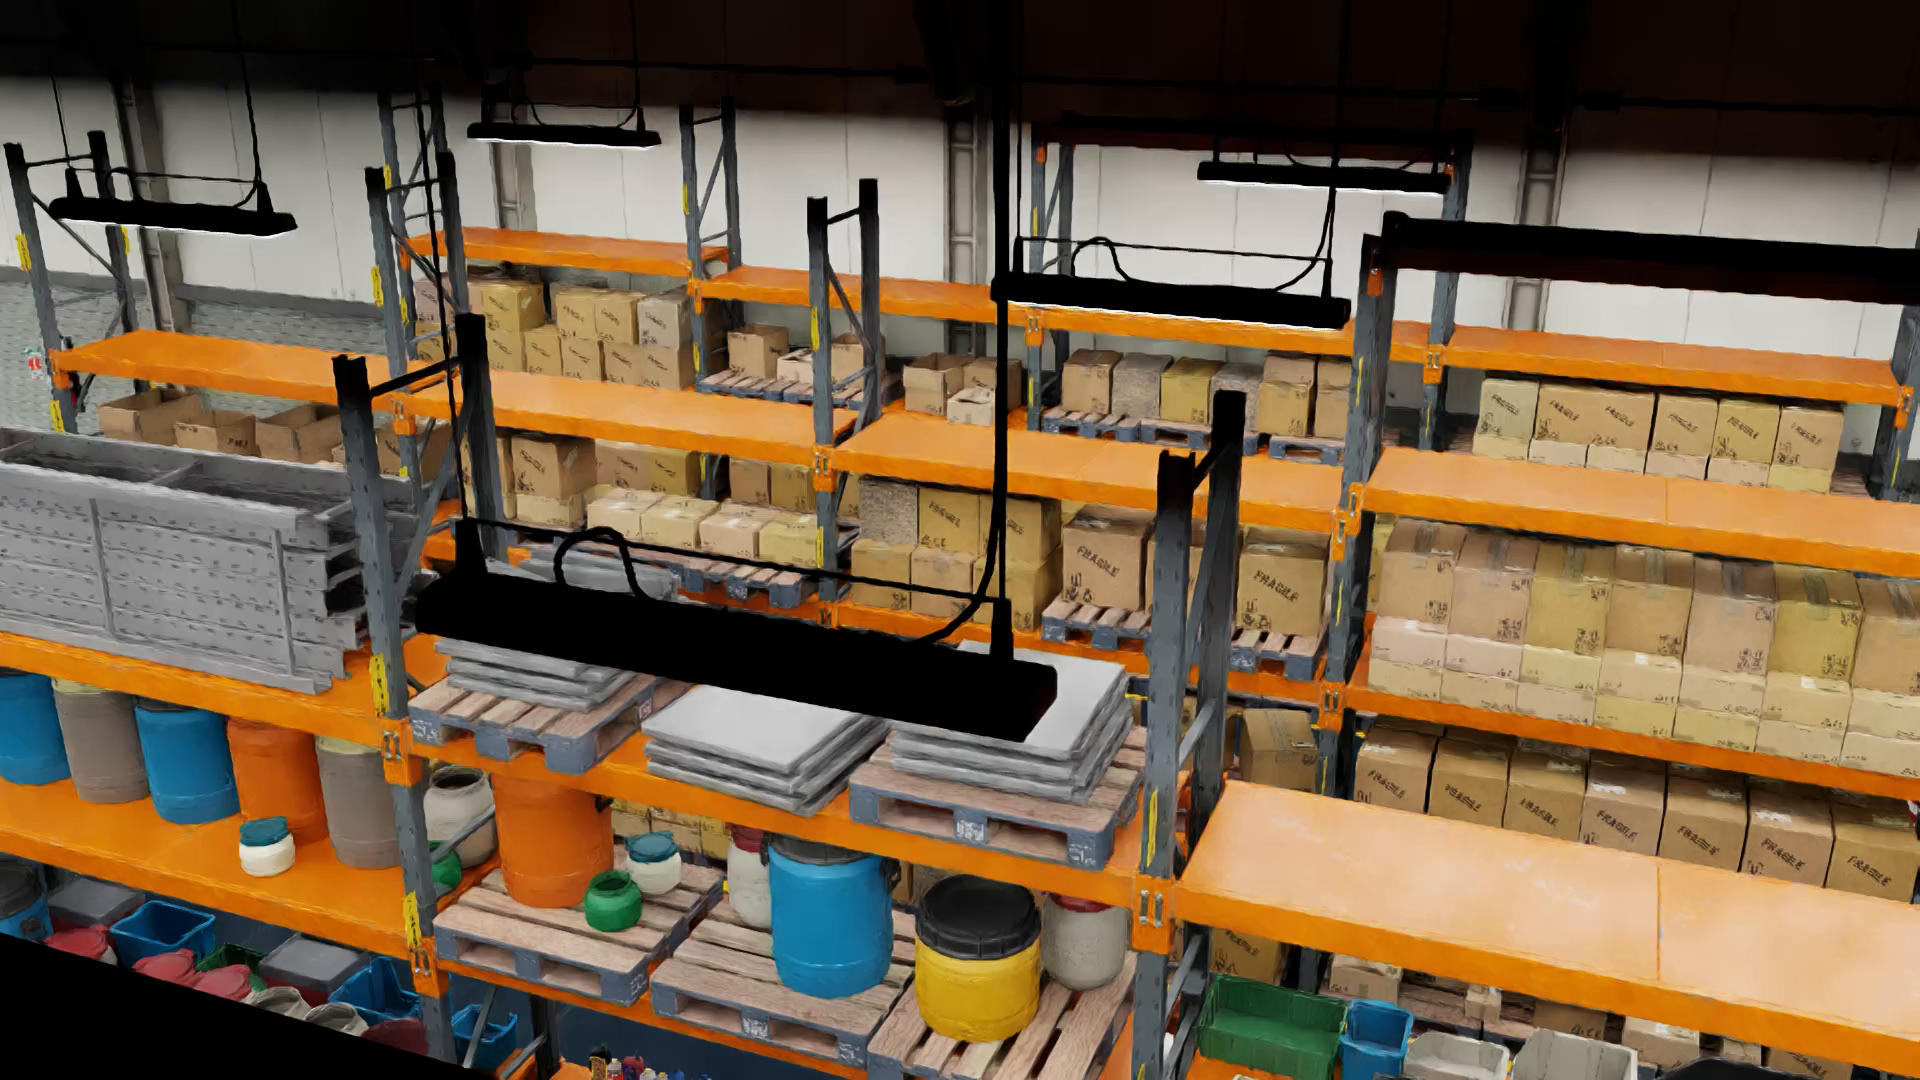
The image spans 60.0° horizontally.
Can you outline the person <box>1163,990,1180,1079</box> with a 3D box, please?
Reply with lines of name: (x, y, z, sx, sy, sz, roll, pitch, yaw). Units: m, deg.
person: (1.313, 3.594, 10.477, 0.699, 1.725, 0.648, 17, 27, 38)
